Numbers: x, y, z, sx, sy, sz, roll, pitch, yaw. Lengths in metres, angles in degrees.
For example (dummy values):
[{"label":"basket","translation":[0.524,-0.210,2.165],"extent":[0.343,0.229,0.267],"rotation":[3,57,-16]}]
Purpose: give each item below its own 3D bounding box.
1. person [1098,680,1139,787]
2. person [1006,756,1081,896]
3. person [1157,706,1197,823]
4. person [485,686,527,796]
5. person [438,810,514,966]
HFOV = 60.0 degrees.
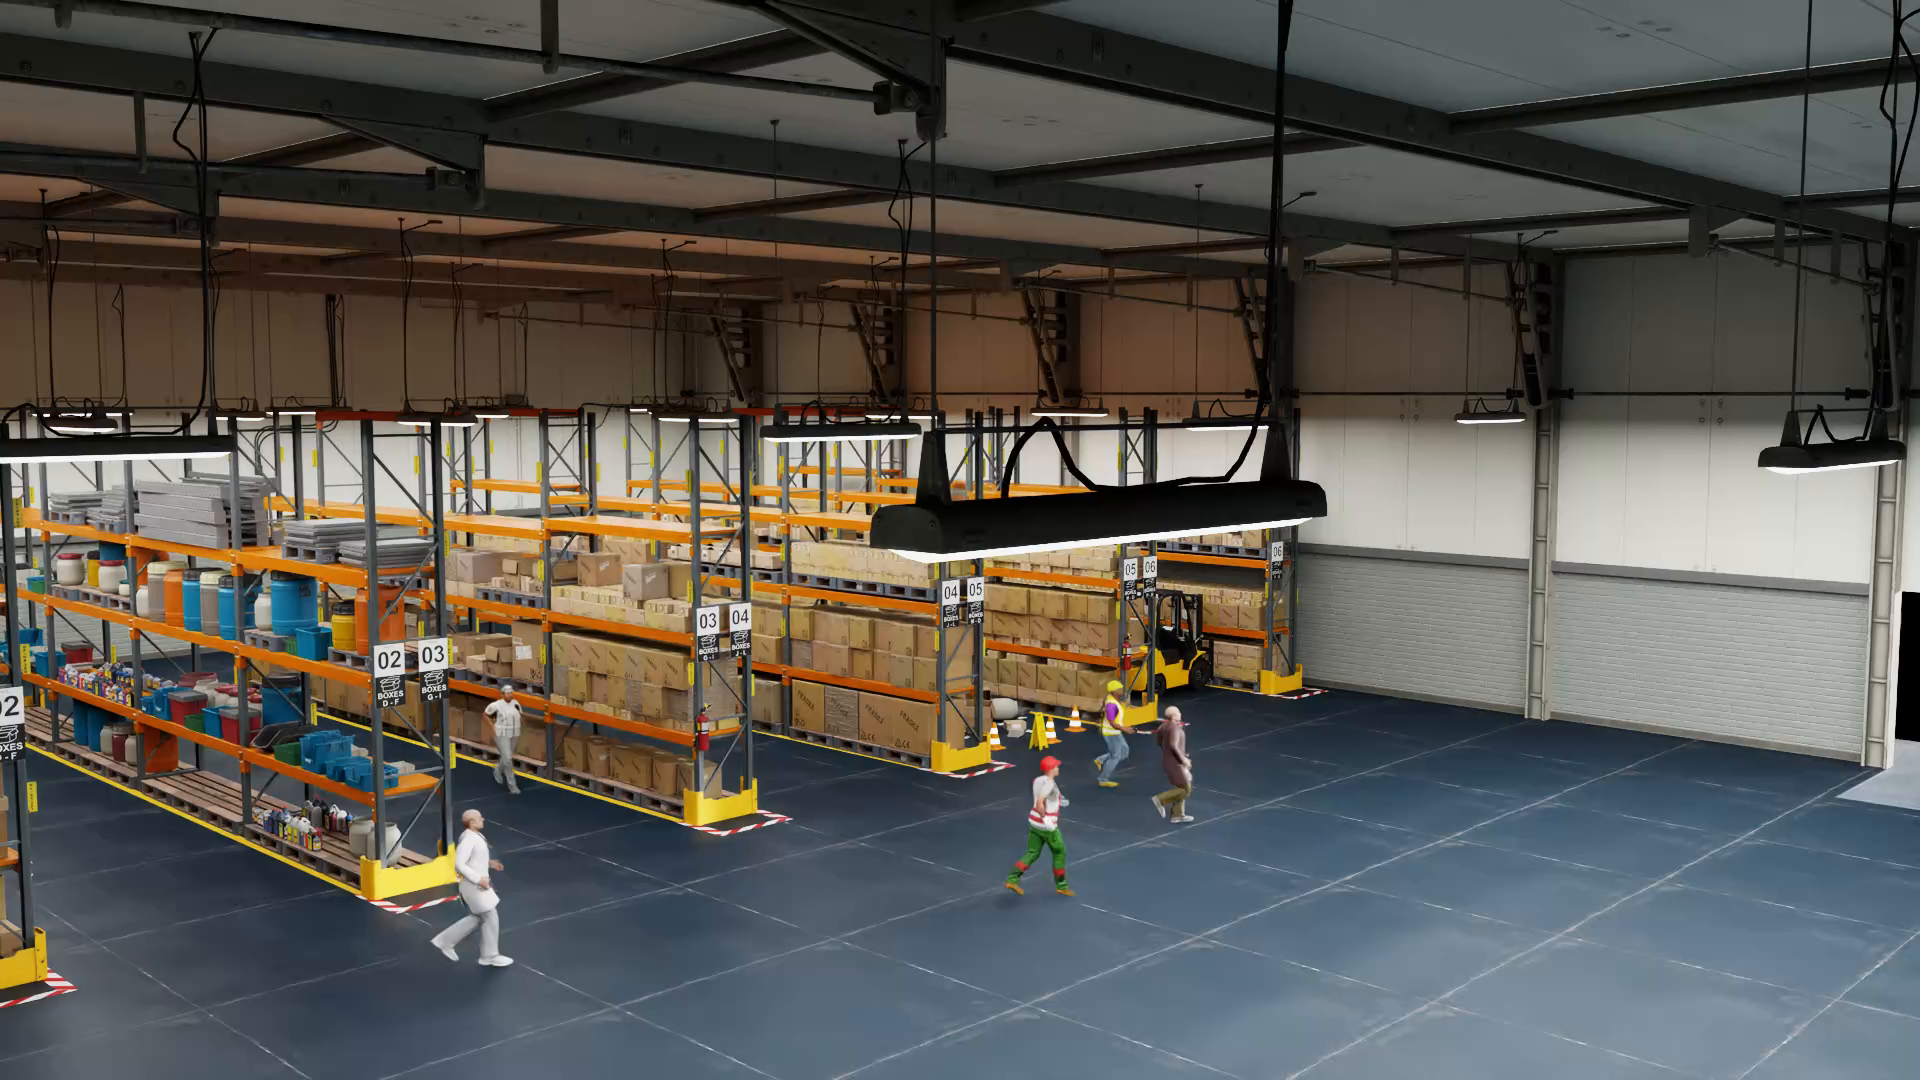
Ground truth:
[{"label":"person","translation":[2.558,3.100,26.761],"extent":[0.664,1.713,0.724],"rotation":[1,5,8]},{"label":"person","translation":[1.056,3.596,20.779],"extent":[0.992,1.790,0.607],"rotation":[-2,6,-25]},{"label":"person","translation":[3.166,3.305,24.428],"extent":[0.647,1.731,0.722],"rotation":[-1,5,-16]},{"label":"person","translation":[-7.176,3.153,26.471],"extent":[0.891,1.690,0.604],"rotation":[4,7,40]},{"label":"person","translation":[-5.334,3.838,18.275],"extent":[0.794,1.762,0.720],"rotation":[-2,5,-19]}]
